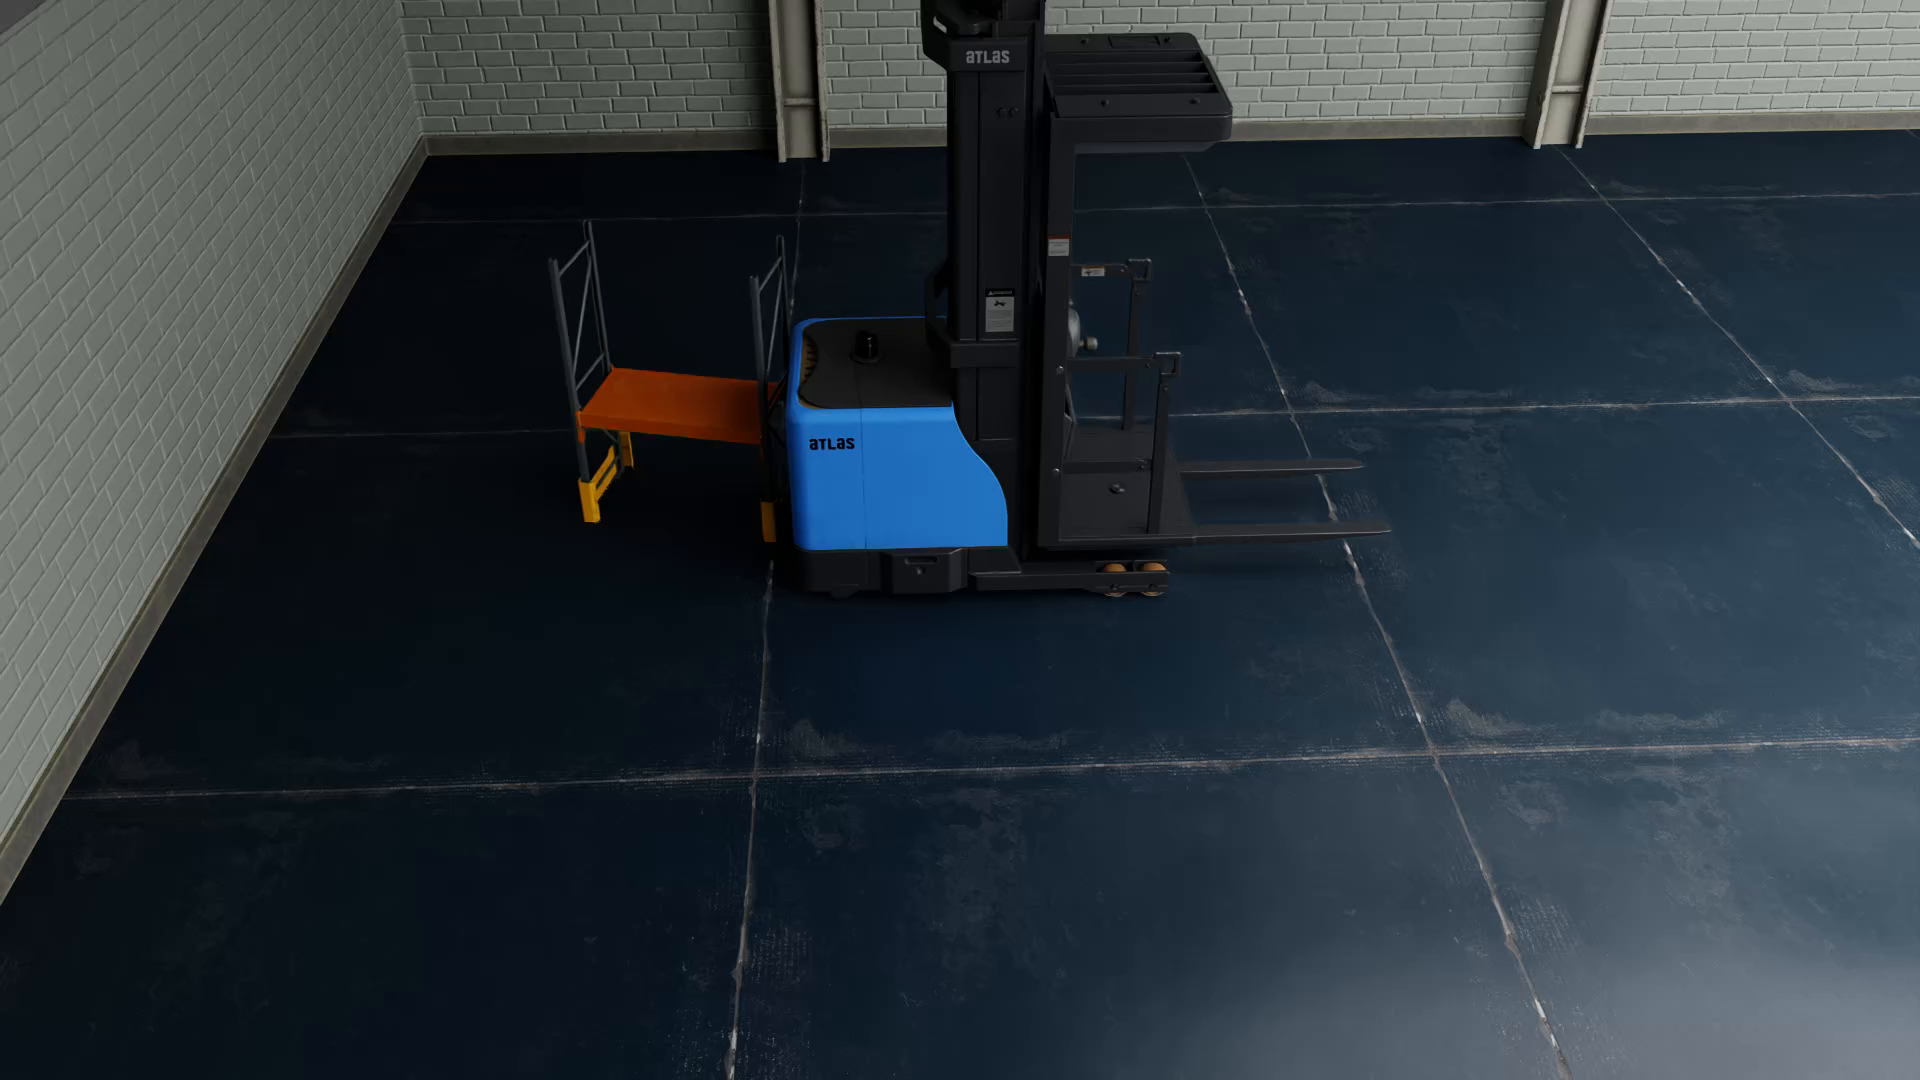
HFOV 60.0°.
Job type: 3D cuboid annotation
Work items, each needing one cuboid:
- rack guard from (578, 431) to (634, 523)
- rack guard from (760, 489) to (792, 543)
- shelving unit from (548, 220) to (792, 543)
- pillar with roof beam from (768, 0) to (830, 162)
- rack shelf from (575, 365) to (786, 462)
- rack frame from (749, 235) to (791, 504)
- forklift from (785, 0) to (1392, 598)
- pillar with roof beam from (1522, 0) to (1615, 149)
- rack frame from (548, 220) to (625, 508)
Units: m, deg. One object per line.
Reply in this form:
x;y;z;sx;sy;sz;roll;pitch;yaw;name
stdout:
-1.921;-0.359;9.049;0.087;0.250;0.587;6;35;9;rack guard
-0.943;-0.253;8.895;0.087;0.250;0.587;6;35;9;rack guard
-1.432;-0.820;8.616;1.083;1.500;0.587;6;35;9;shelving unit
-1.029;-4.305;7.063;0.400;9.000;9.100;-2;35;-2;pillar with roof beam
-1.441;-0.673;8.720;1.000;0.185;0.538;6;35;9;rack shelf
-0.942;-0.766;8.539;0.032;1.500;0.500;6;35;9;rack frame
0.663;-1.221;7.939;3.031;2.935;1.130;-1;35;-2;forklift
4.965;-4.467;7.296;0.400;9.000;9.100;-2;35;-2;pillar with roof beam
-1.940;-0.875;8.696;0.032;1.500;0.500;6;35;9;rack frame
